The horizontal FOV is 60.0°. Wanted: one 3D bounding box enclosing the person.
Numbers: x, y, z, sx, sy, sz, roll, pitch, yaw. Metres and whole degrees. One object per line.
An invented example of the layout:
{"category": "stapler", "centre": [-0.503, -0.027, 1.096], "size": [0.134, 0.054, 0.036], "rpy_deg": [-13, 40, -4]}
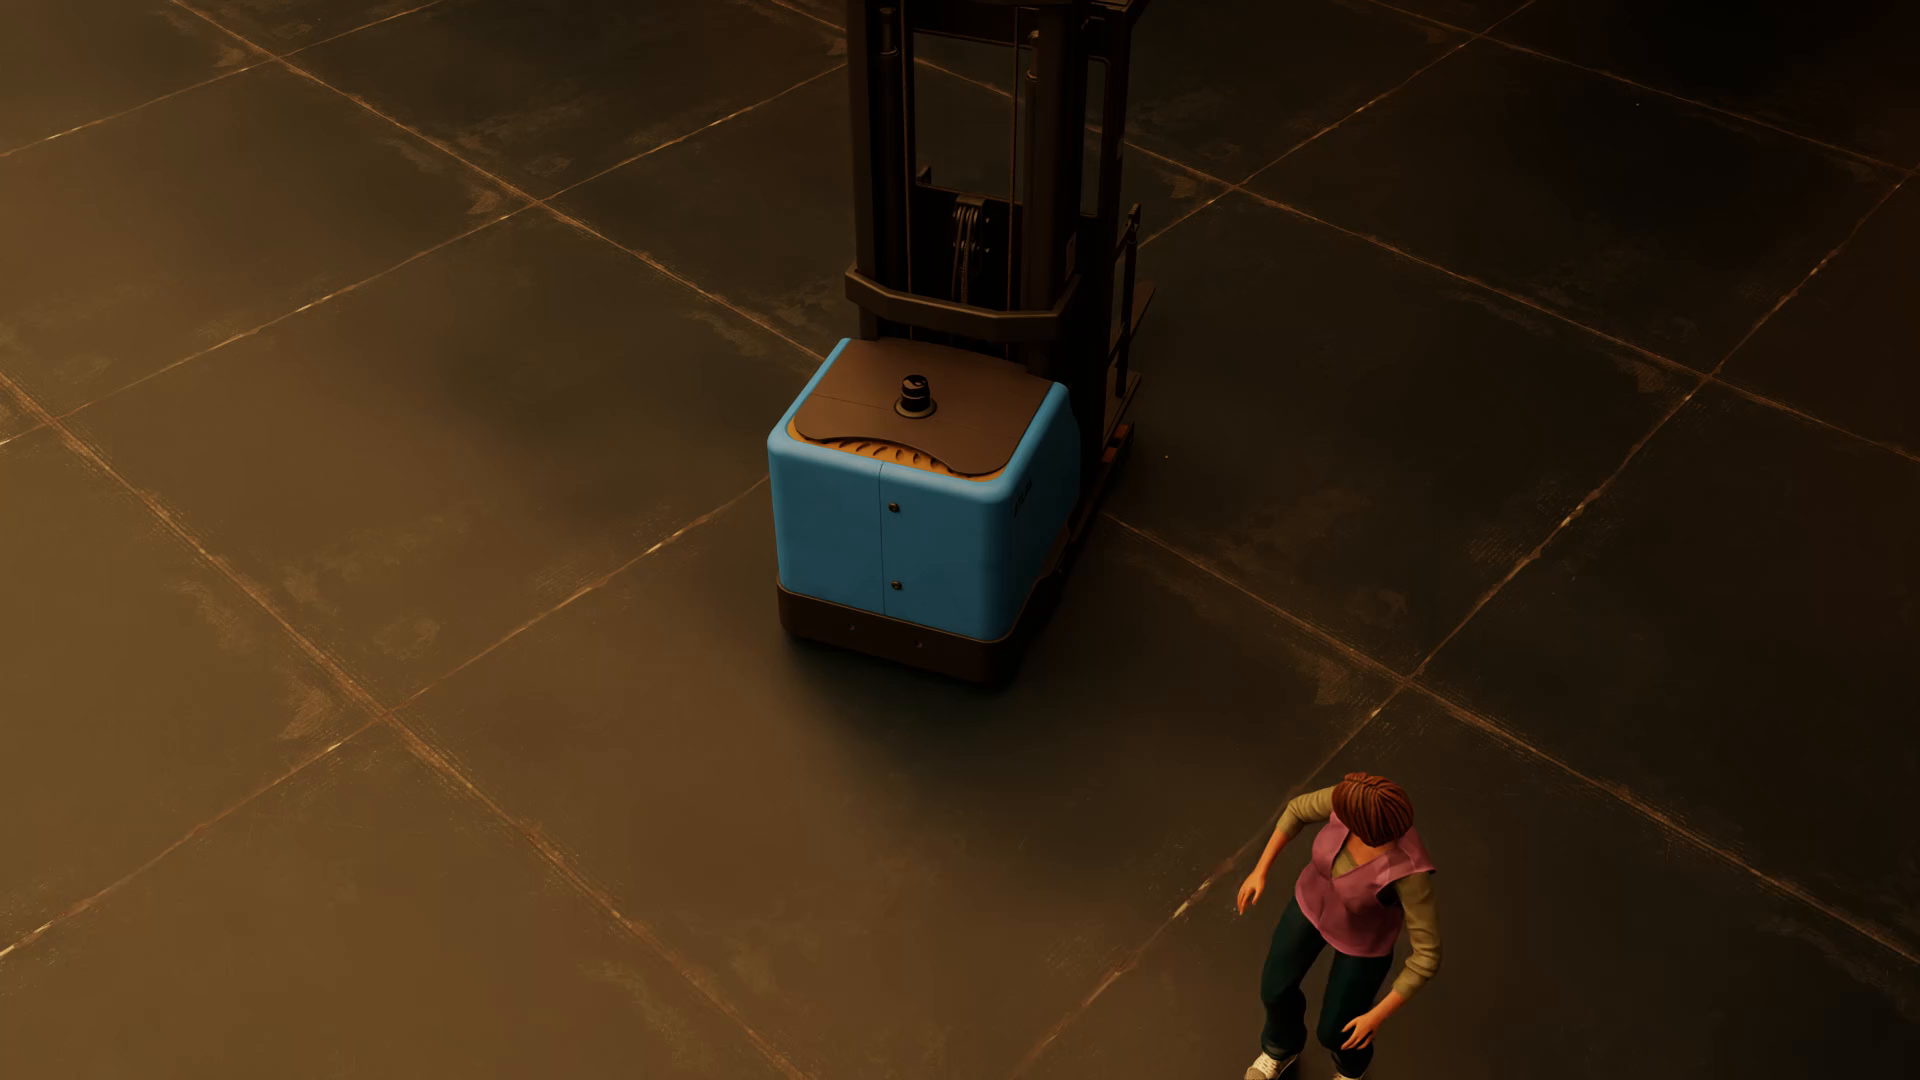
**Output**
{"category": "person", "centre": [1.151, 1.241, 5.079], "size": [0.509, 1.545, 0.660], "rpy_deg": [-27, 48, -28]}

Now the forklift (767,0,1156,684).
{"category": "forklift", "centre": [0.211, -1.484, 7.158], "size": [1.130, 2.935, 3.031], "rpy_deg": [14, 42, 15]}
